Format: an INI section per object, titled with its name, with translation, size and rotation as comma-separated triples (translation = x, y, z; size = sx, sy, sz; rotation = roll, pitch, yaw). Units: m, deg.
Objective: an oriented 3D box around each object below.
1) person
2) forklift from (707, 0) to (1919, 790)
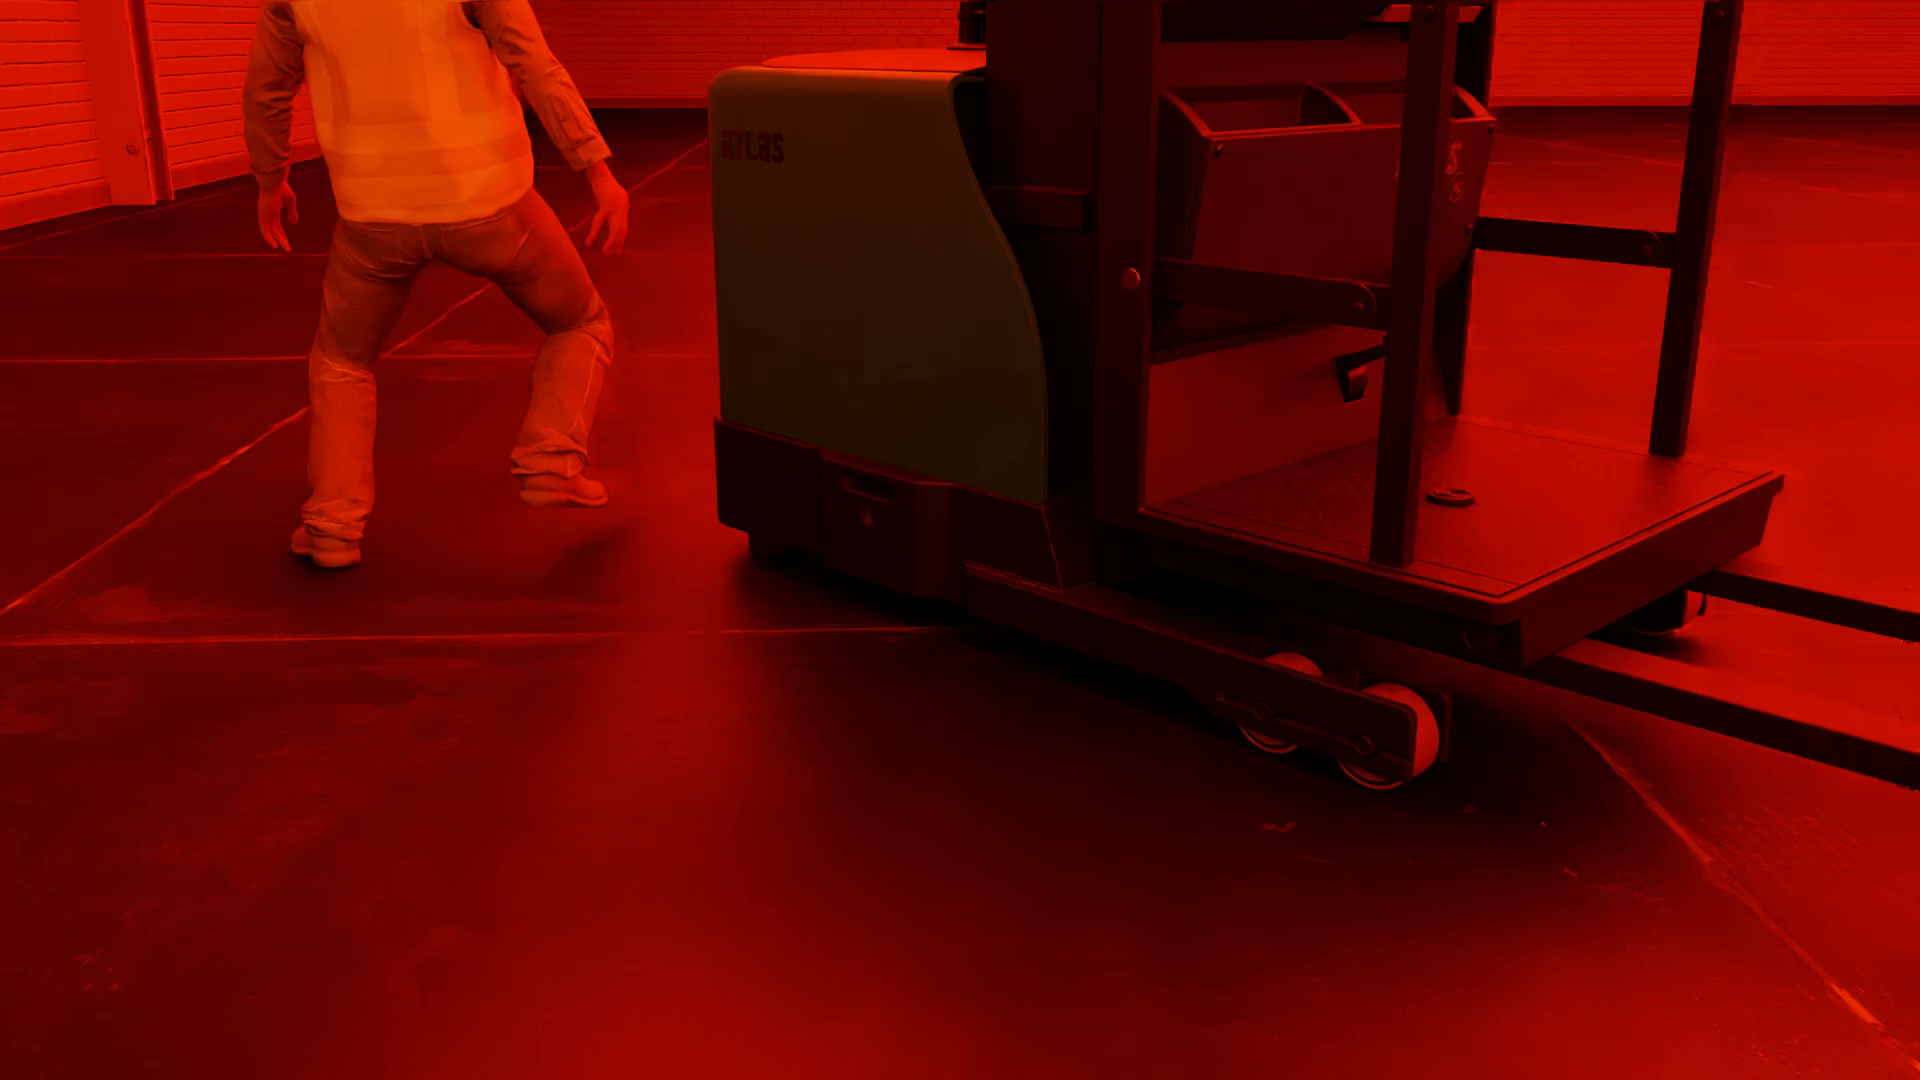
[person]
translation = -1.167, -0.797, 3.698
size = 0.904, 1.674, 0.550
rotation = 2, 17, 5
[forklift]
translation = 0.833, -1.177, 2.755
size = 1.130, 2.935, 3.031
rotation = -16, 23, -42
